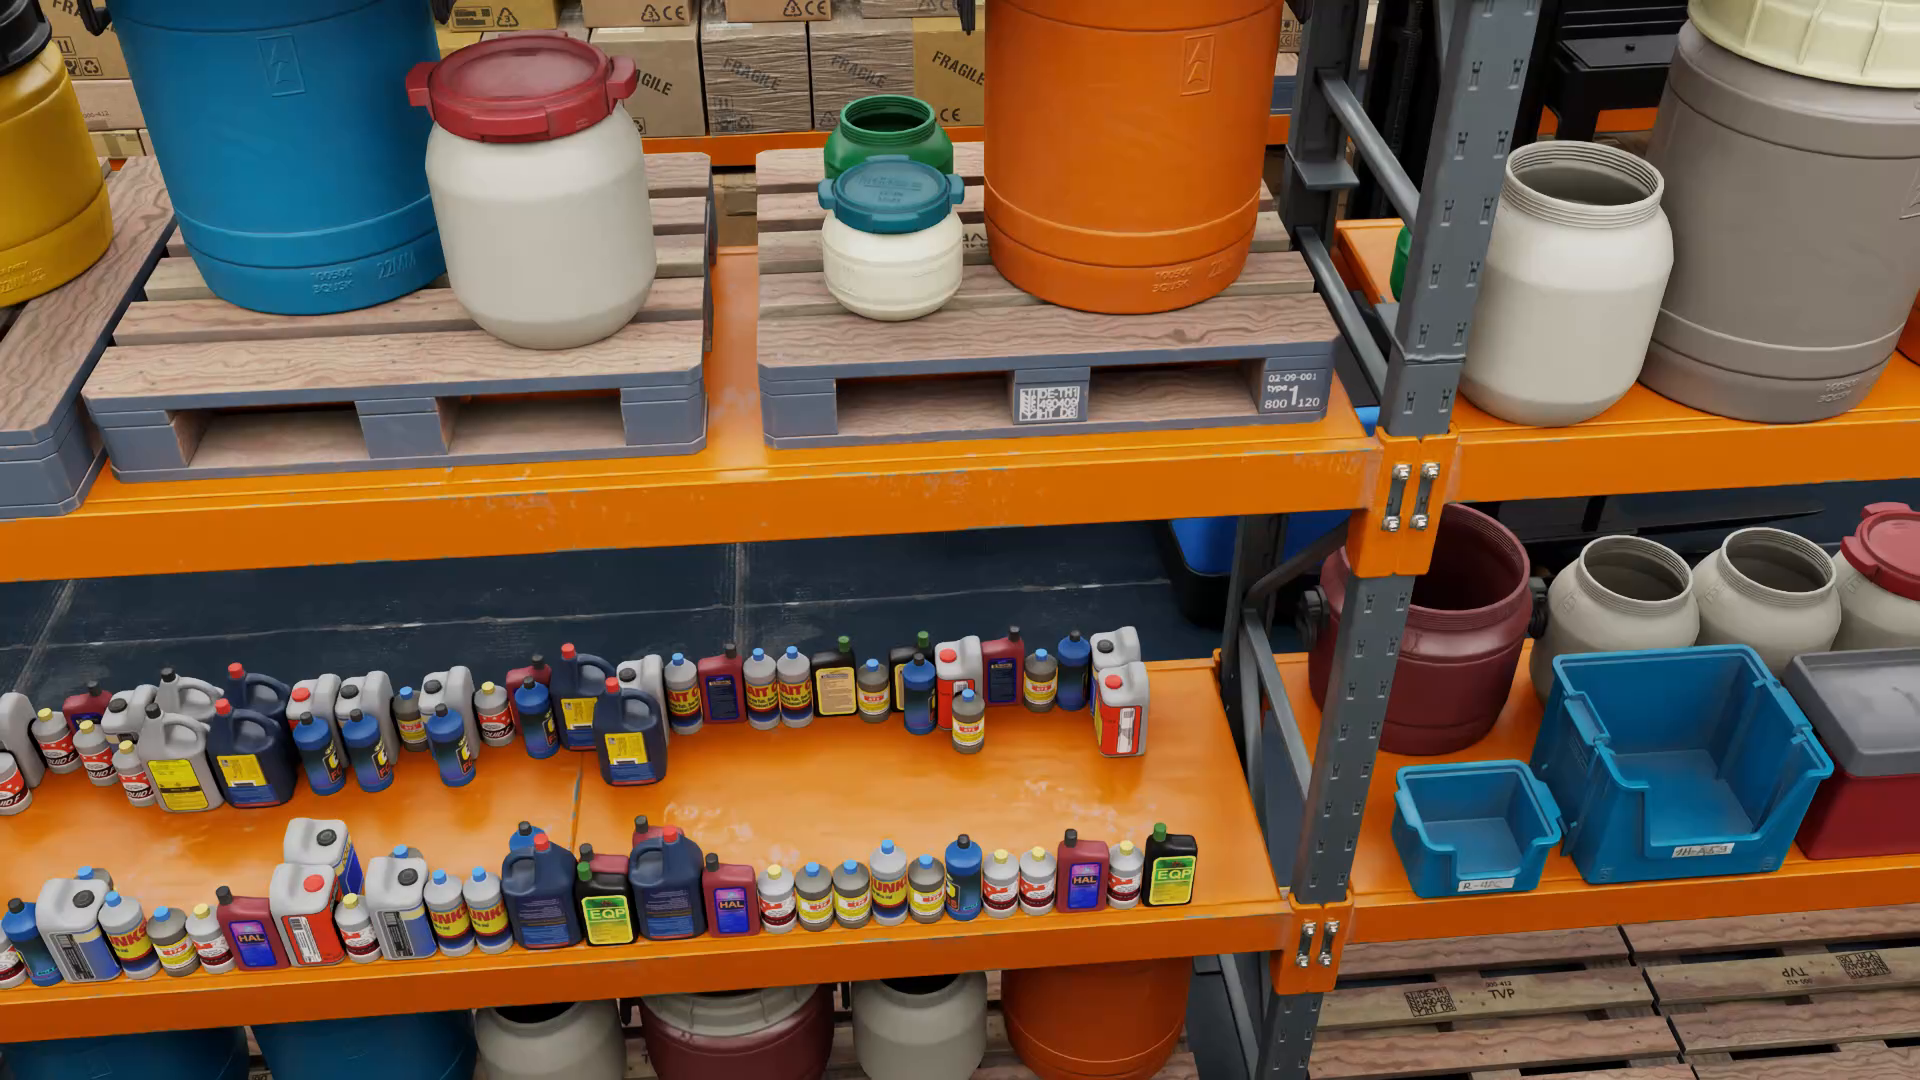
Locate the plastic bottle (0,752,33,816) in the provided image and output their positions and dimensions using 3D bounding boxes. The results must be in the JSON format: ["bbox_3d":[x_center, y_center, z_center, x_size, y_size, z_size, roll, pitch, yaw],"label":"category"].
[{"bbox_3d":[-2.676,0.666,4.644,0.097,0.201,0.097,0,38,0],"label":"plastic bottle"}]

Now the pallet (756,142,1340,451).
[{"bbox_3d":[0.144,-0.608,3.830,1.213,0.211,1.003,-3,38,-4],"label":"pallet"}]

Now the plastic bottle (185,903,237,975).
[{"bbox_3d":[-1.898,1.001,4.220,0.097,0.201,0.097,0,38,0],"label":"plastic bottle"}]

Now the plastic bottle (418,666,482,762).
[{"bbox_3d":[-1.474,0.493,4.803,0.135,0.276,0.152,-3,38,-4],"label":"plastic bottle"}]

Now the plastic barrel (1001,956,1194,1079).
[{"bbox_3d":[0.429,1.239,5.172,0.708,0.830,0.600,-3,38,-4],"label":"plastic barrel"}]

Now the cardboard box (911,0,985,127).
[{"bbox_3d":[0.006,-2.401,8.291,0.500,0.500,0.500,-2,38,-3],"label":"cardboard box"}]

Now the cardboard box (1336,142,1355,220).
[{"bbox_3d":[2.257,-1.856,9.344,0.500,0.500,0.700,0,38,0],"label":"cardboard box"}]

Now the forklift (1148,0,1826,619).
[{"bbox_3d":[2.402,-1.193,6.896,3.031,2.935,1.130,-5,39,-6],"label":"forklift"}]

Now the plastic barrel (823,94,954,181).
[{"bbox_3d":[-0.161,-0.851,3.772,0.294,0.245,0.294,0,38,0],"label":"plastic barrel"}]

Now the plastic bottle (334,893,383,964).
[{"bbox_3d":[-1.535,0.981,4.246,0.097,0.201,0.097,0,38,0],"label":"plastic bottle"}]

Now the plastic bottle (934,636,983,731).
[{"bbox_3d":[-0.006,0.412,4.906,0.135,0.276,0.152,-3,38,-4],"label":"plastic bottle"}]

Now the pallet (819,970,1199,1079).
[{"bbox_3d":[0.133,1.678,5.453,1.213,0.211,1.003,-3,38,-4],"label":"pallet"}]

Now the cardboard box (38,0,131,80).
[{"bbox_3d":[-3.943,-2.484,7.753,0.500,0.500,0.500,-2,38,-3],"label":"cardboard box"}]

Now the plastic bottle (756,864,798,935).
[{"bbox_3d":[-0.476,0.923,4.319,0.097,0.201,0.097,0,38,0],"label":"plastic bottle"}]

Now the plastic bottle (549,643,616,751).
[{"bbox_3d":[-1.086,0.440,4.810,0.185,0.351,0.144,-3,38,-4],"label":"plastic bottle"}]

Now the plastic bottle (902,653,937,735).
[{"bbox_3d":[-0.118,0.441,4.873,0.097,0.271,0.097,0,38,0],"label":"plastic bottle"}]

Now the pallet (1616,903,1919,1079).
[{"bbox_3d":[2.902,1.525,5.647,1.213,0.211,1.003,-3,38,-4],"label":"pallet"}]

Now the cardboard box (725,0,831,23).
[{"bbox_3d":[-0.903,-2.911,8.127,0.637,0.503,0.797,-2,38,-3],"label":"cardboard box"}]

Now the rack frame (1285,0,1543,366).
[{"bbox_3d":[0.915,-1.841,2.819,0.127,3.000,1.000,-3,38,-4],"label":"rack frame"}]

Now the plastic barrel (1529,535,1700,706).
[{"bbox_3d":[1.920,0.282,4.881,0.421,0.512,0.421,0,38,0],"label":"plastic barrel"}]

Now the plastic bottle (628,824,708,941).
[{"bbox_3d":[-0.751,0.865,4.272,0.185,0.351,0.144,-3,38,-4],"label":"plastic bottle"}]

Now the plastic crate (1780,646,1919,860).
[{"bbox_3d":[2.551,0.589,4.530,0.583,0.464,0.402,-3,38,-4],"label":"plastic crate"}]

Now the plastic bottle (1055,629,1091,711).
[{"bbox_3d":[0.337,0.378,4.953,0.097,0.271,0.097,0,38,0],"label":"plastic bottle"}]

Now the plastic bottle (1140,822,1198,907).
[{"bbox_3d":[0.550,0.845,4.351,0.133,0.283,0.061,-3,38,-4],"label":"plastic bottle"}]

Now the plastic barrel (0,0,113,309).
[{"bbox_3d":[-2.178,-0.858,3.503,0.600,0.588,0.600,0,38,0],"label":"plastic barrel"}]

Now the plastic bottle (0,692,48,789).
[{"bbox_3d":[-2.706,0.561,4.717,0.135,0.276,0.152,-3,38,-4],"label":"plastic bottle"}]

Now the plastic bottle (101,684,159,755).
[{"bbox_3d":[-2.342,0.541,4.743,0.135,0.276,0.152,-3,38,-4],"label":"plastic bottle"}]

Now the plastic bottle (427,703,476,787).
[{"bbox_3d":[-1.445,0.571,4.708,0.097,0.271,0.097,0,38,0],"label":"plastic bottle"}]

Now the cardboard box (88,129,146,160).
[{"bbox_3d":[-4.040,-1.991,8.054,0.250,0.149,0.380,-2,38,-3],"label":"cardboard box"}]

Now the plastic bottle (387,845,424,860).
[{"bbox_3d":[-1.451,0.882,4.371,0.097,0.201,0.097,0,38,0],"label":"plastic bottle"}]

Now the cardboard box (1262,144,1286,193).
[{"bbox_3d":[1.668,-2.118,9.071,0.500,0.250,0.500,1,38,1],"label":"cardboard box"}]

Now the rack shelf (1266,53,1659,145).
[{"bbox_3d":[2.468,-2.369,8.912,4.000,0.370,1.077,-3,38,-4],"label":"rack shelf"}]

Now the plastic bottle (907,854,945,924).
[{"bbox_3d":[-0.088,0.901,4.347,0.097,0.201,0.097,0,38,0],"label":"plastic bottle"}]

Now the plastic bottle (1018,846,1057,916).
[{"bbox_3d":[0.203,0.885,4.367,0.097,0.201,0.097,0,38,0],"label":"plastic bottle"}]

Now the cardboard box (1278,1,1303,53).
[{"bbox_3d":[1.557,-2.893,8.575,0.500,0.500,0.700,2,38,3],"label":"cardboard box"}]

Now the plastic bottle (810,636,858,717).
[{"bbox_3d":[-0.373,0.401,4.914,0.133,0.283,0.061,-3,38,-4],"label":"plastic bottle"}]

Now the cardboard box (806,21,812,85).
[{"bbox_3d":[-0.546,-2.693,8.660,0.500,0.500,0.500,-4,38,-5],"label":"cardboard box"}]

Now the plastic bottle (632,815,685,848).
[{"bbox_3d":[-0.786,0.829,4.372,0.133,0.283,0.061,-3,38,-4],"label":"plastic bottle"}]

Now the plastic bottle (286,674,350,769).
[{"bbox_3d":[-1.839,0.513,4.778,0.135,0.276,0.152,-3,38,-4],"label":"plastic bottle"}]

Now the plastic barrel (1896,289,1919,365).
[{"bbox_3d":[2.403,-0.779,3.548,0.708,0.830,0.600,-3,38,-4],"label":"plastic barrel"}]

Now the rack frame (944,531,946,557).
[{"bbox_3d":[-0.077,-0.467,7.373,0.006,1.200,0.240,-3,38,-4],"label":"rack frame"}]

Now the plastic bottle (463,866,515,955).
[{"bbox_3d":[-1.207,0.935,4.247,0.097,0.271,0.097,0,38,0],"label":"plastic bottle"}]

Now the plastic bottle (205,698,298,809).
[{"bbox_3d":[-1.986,0.579,4.634,0.185,0.351,0.144,-3,38,-4],"label":"plastic bottle"}]

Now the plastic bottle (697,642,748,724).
[{"bbox_3d":[-0.700,0.419,4.891,0.133,0.283,0.061,-3,38,-4],"label":"plastic bottle"}]

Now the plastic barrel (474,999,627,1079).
[{"bbox_3d":[-1.251,1.511,5.082,0.421,0.512,0.421,0,38,0],"label":"plastic barrel"}]

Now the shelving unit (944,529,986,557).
[{"bbox_3d":[0.014,-0.472,7.379,0.189,1.200,0.258,-3,38,-4],"label":"shelving unit"}]

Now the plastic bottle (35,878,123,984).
[{"bbox_3d":[-2.210,0.972,4.197,0.135,0.276,0.152,-3,38,-4],"label":"plastic bottle"}]

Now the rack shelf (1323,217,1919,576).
[{"bbox_3d":[2.907,-0.491,4.110,4.000,0.370,1.077,-3,38,-4],"label":"rack shelf"}]

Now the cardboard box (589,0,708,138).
[{"bbox_3d":[-1.515,-2.320,8.187,0.500,0.500,0.500,-2,38,-3],"label":"cardboard box"}]
